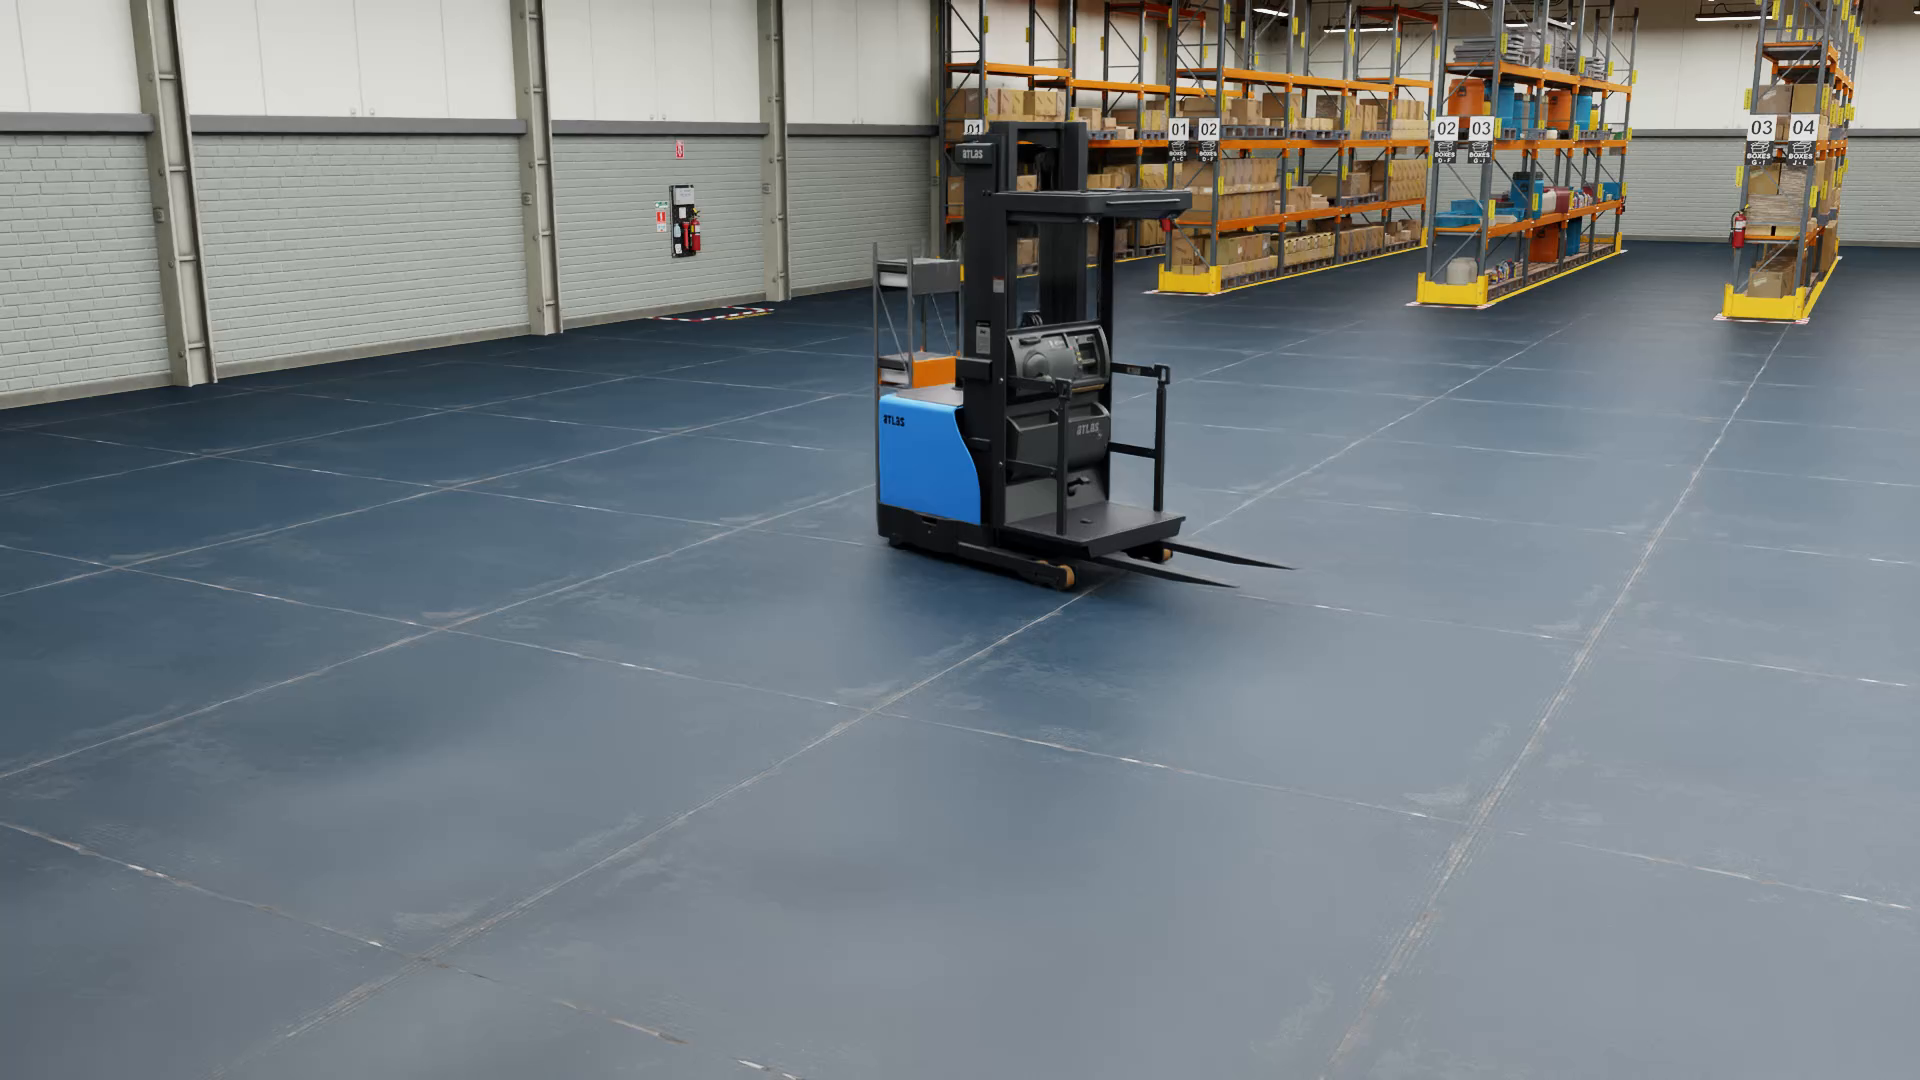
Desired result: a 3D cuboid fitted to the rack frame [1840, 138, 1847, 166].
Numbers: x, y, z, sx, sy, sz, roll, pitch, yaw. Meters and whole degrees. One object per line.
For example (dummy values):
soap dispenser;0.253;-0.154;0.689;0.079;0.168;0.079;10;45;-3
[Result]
rack frame;20.785;-8.365;40.331;1.000;3.000;0.127;7;15;28

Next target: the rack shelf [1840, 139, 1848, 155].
rack shelf;19.818;-9.063;38.361;1.077;0.370;4.000;7;15;28

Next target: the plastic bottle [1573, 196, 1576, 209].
plastic bottle;13.672;-7.512;37.042;0.061;0.283;0.133;7;15;28

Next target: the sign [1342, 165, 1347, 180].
sign;8.735;-8.347;37.788;0.100;0.325;0.005;7;15;28

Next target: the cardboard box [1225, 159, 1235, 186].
cardboard box;4.892;-7.098;32.096;0.700;0.500;0.500;7;15;27

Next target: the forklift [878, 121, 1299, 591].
forklift;0.811;-1.235;10.901;1.130;2.935;3.031;-13;19;-43

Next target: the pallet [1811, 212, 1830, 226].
pallet;15.481;-5.950;30.723;1.003;0.211;1.213;7;15;28

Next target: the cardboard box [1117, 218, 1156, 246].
cardboard box;4.380;-7.702;41.273;0.750;0.750;0.750;7;15;27

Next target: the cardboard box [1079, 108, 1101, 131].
cardboard box;2.906;-9.654;38.167;0.500;0.500;0.500;7;15;26

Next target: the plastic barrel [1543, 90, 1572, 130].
plastic barrel;12.859;-9.272;35.881;0.600;0.830;0.708;7;15;28

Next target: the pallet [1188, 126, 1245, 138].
pallet;4.744;-7.763;31.622;1.003;0.211;1.213;7;15;28

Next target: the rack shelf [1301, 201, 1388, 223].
rack shelf;9.214;-7.907;39.968;1.077;0.370;4.000;7;15;28

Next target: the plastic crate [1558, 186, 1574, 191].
plastic crate;14.442;-8.261;39.807;0.392;0.384;0.575;7;15;28

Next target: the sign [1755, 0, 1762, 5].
sign;12.574;-8.597;26.162;0.100;0.325;0.005;7;15;28

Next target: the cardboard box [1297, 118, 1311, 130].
cardboard box;7.292;-9.001;35.992;0.500;0.250;0.500;6;15;23

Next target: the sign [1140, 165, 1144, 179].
sign;4.389;-8.872;40.133;0.100;0.325;0.005;7;15;28

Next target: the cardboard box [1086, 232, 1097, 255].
cardboard box;2.805;-6.950;38.856;0.700;0.500;0.500;8;15;29

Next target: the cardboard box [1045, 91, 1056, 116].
cardboard box;1.714;-9.341;35.592;0.500;0.500;0.500;8;16;31

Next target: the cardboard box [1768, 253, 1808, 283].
cardboard box;15.546;-5.121;31.269;0.700;0.500;0.500;7;15;28

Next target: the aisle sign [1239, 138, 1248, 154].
aisle sign;8.074;-11.293;46.930;0.394;0.787;0.004;7;15;28

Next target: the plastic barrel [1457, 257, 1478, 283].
plastic barrel;9.208;-4.885;30.307;0.421;0.512;0.421;0;14;0

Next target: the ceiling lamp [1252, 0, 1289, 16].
ceiling lamp;7.896;-14.493;40.494;0.800;3.185;2.000;7;15;28

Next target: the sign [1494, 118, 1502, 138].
sign;9.194;-7.043;28.427;0.100;0.325;0.005;7;15;28

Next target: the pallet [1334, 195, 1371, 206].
pallet;9.183;-8.153;39.861;1.003;0.211;1.213;7;15;28

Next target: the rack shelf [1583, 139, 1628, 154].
rack shelf;15.482;-9.624;40.689;1.077;0.370;4.000;7;15;28

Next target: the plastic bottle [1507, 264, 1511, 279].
plastic bottle;10.454;-5.115;31.708;0.061;0.283;0.133;9;16;32

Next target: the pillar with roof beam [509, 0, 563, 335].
pillar with roof beam;-2.410;-6.974;21.762;9.100;9.000;0.400;7;15;28

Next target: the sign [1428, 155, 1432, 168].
sign;12.591;-10.138;44.539;0.100;0.325;0.005;7;15;28

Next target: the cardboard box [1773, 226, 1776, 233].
cardboard box;13.496;-5.247;27.932;0.380;0.149;0.250;7;15;28

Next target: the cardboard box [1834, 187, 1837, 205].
cardboard box;18.864;-7.466;36.389;0.500;0.500;0.500;7;15;28

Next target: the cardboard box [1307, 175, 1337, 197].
cardboard box;8.453;-8.241;38.709;0.700;0.500;0.500;2;14;9

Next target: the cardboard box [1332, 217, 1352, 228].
cardboard box;9.250;-7.754;40.591;0.500;0.250;0.500;7;15;28

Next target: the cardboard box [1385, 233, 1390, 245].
cardboard box;10.573;-7.636;42.104;0.500;0.311;0.500;7;15;28

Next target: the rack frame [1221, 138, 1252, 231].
rack frame;7.777;-10.049;47.314;1.000;3.000;0.127;7;15;28

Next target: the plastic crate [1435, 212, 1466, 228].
plastic crate;8.694;-5.708;29.626;0.499;0.251;0.616;7;15;28

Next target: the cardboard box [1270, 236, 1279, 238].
cardboard box;6.748;-6.491;36.333;0.500;0.311;0.500;7;15;28

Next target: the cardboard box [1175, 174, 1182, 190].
cardboard box;5.352;-9.100;42.488;0.500;0.500;0.500;7;15;28

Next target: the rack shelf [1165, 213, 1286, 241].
rack shelf;5.347;-6.266;33.160;1.077;0.370;4.000;7;15;28

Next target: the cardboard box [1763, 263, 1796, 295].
cardboard box;14.254;-4.560;28.984;0.500;0.500;0.500;6;15;23

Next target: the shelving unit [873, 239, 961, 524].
shelving unit;-0.313;-1.151;12.327;0.503;2.100;0.431;-13;19;-43

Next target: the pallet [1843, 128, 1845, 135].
pallet;19.256;-9.126;37.277;1.003;0.211;1.213;7;15;28

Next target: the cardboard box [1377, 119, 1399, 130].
cardboard box;10.634;-10.367;41.490;0.500;0.250;0.500;7;15;28

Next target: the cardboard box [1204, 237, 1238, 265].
cardboard box;5.074;-5.625;32.337;0.500;0.500;0.500;7;15;28

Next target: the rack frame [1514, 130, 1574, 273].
rack frame;12.582;-7.285;35.850;1.000;3.000;0.127;7;15;28

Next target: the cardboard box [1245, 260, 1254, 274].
cardboard box;5.561;-5.465;33.274;0.500;0.250;0.500;7;15;28

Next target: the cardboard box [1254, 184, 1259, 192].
cardboard box;5.755;-7.050;33.278;0.380;0.149;0.250;8;16;30

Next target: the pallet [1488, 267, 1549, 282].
pallet;11.582;-5.525;34.502;1.003;0.211;1.213;7;15;28

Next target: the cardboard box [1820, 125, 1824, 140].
cardboard box;13.996;-6.745;27.531;0.500;0.250;0.500;7;15;28

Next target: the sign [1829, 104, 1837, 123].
sign;15.462;-7.553;29.458;0.100;0.325;0.005;7;15;28

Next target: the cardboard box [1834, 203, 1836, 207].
cardboard box;19.285;-7.445;37.051;0.380;0.149;0.250;7;15;28
